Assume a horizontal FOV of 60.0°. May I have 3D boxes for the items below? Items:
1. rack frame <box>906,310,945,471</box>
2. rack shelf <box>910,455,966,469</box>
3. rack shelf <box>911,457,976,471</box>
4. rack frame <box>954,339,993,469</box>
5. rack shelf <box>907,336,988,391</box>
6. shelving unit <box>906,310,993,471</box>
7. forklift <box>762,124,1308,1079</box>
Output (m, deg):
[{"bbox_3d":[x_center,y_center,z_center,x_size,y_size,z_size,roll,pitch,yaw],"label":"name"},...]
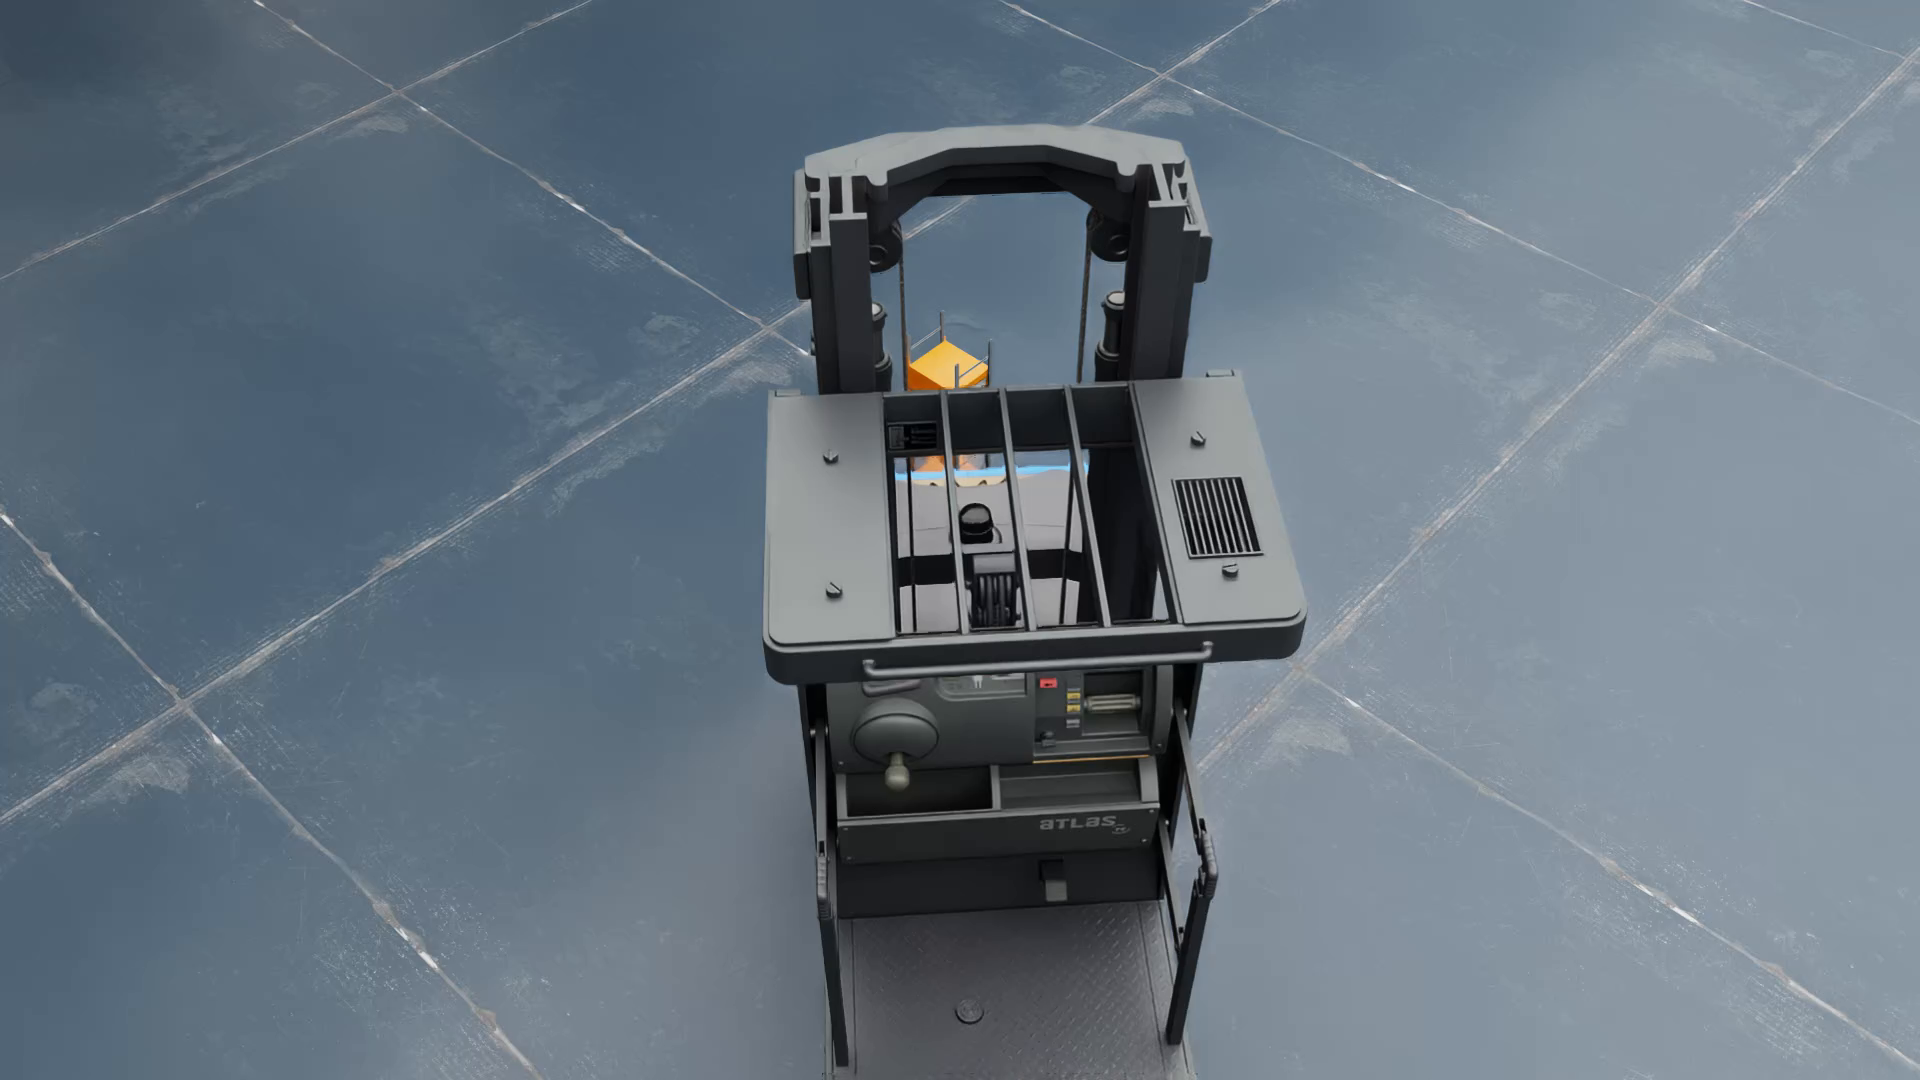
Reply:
[{"bbox_3d":[-0.129,-0.446,6.557,0.008,1.050,0.200,34,55,28],"label":"rack frame"},{"bbox_3d":[-0.039,-0.379,6.508,0.240,0.259,0.215,34,55,28],"label":"rack shelf"},{"bbox_3d":[-0.039,-0.188,6.711,0.240,0.259,0.215,34,55,28],"label":"rack shelf"},{"bbox_3d":[0.050,-0.326,6.444,0.008,1.050,0.200,34,55,28],"label":"rack frame"},{"bbox_3d":[-0.039,-0.573,6.301,0.240,0.259,0.215,34,55,28],"label":"rack shelf"},{"bbox_3d":[-0.039,-0.386,6.501,0.252,1.050,0.215,34,55,28],"label":"shelving unit"},{"bbox_3d":[0.125,0.559,4.323,1.130,2.935,3.031,-3,47,-3],"label":"forklift"}]
